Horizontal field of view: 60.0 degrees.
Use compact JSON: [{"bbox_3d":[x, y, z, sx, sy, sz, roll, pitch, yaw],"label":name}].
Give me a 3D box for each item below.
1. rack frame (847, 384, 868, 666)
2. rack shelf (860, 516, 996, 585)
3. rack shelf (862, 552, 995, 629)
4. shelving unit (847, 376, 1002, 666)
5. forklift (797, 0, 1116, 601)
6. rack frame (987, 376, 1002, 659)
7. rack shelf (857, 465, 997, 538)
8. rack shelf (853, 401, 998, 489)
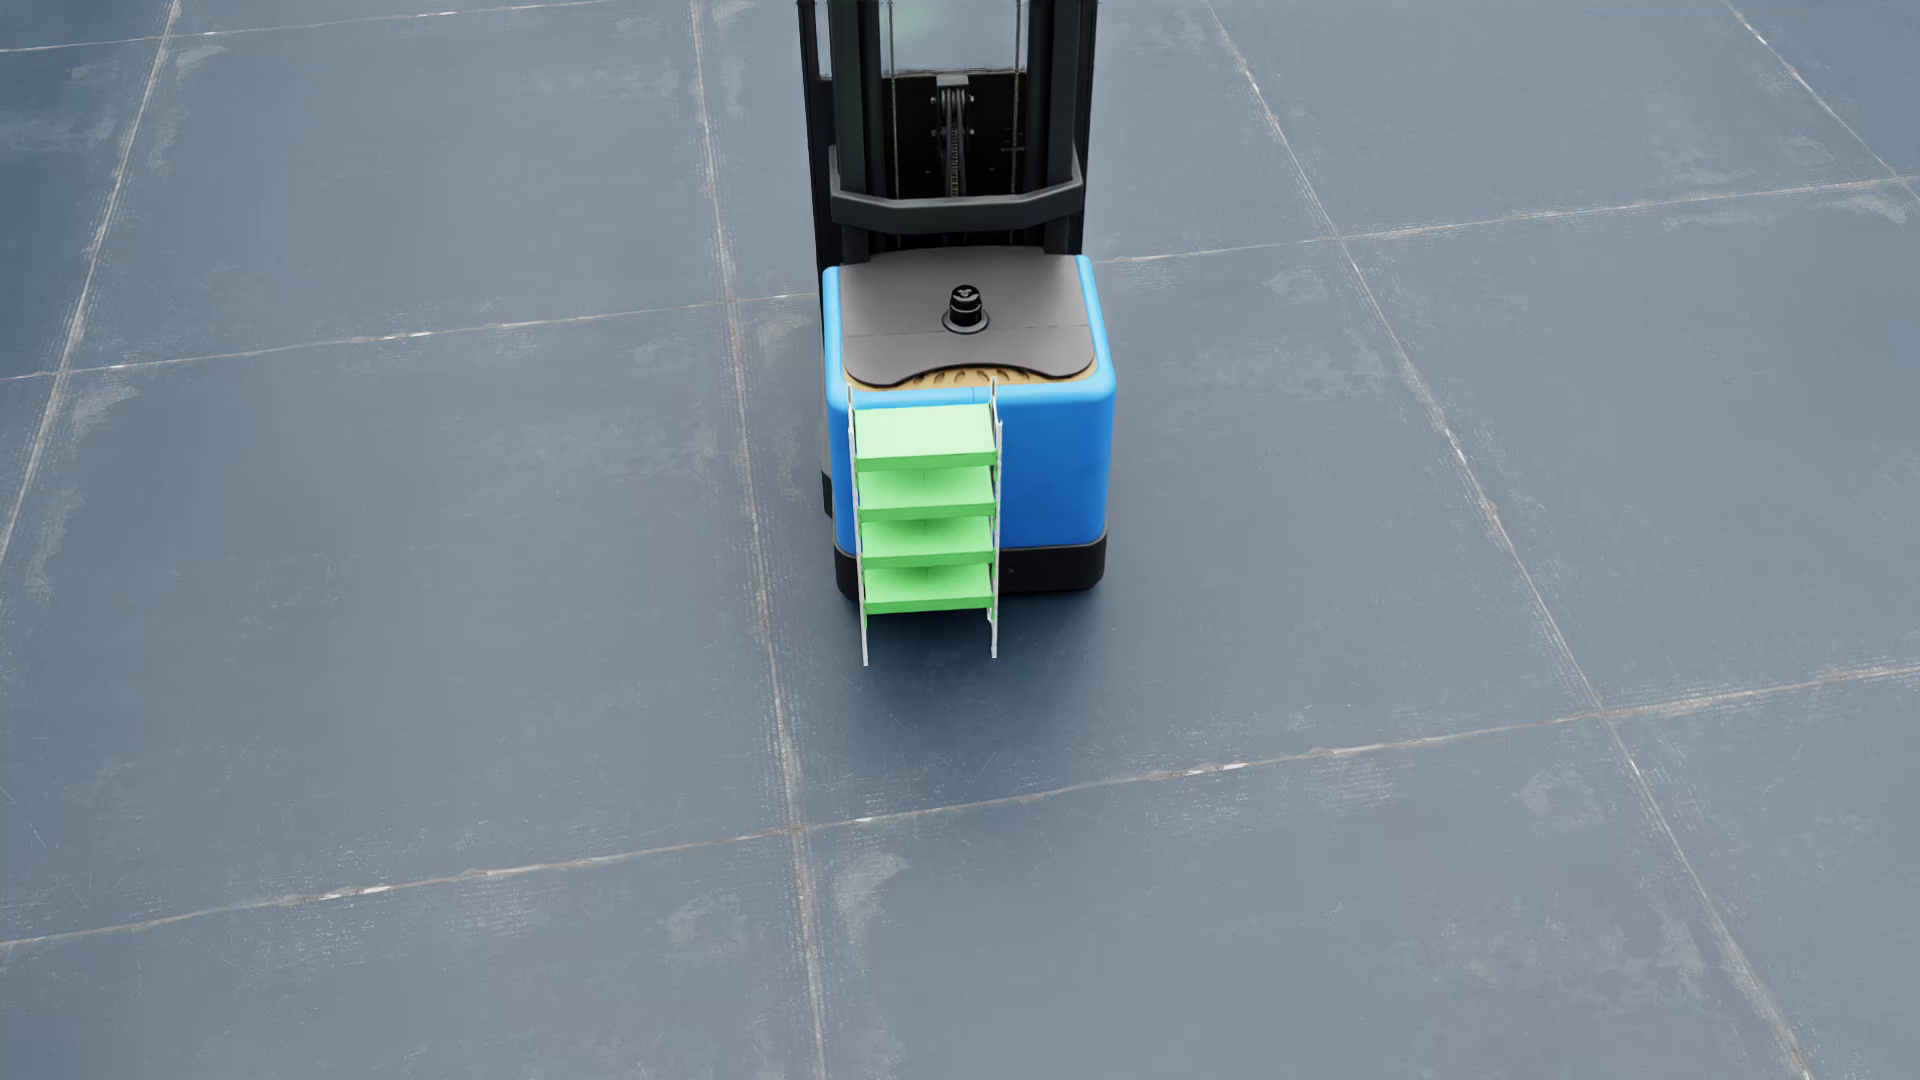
[{"bbox_3d":[-0.365,-0.024,5.939,0.015,1.200,0.240,-3,46,-3],"label":"rack frame"},{"bbox_3d":[-0.121,0.007,5.998,0.480,0.148,0.258,-3,46,-3],"label":"rack shelf"},{"bbox_3d":[-0.121,0.173,6.171,0.480,0.148,0.258,-3,46,-3],"label":"rack shelf"},{"bbox_3d":[-0.121,-0.037,5.952,0.503,1.200,0.258,-3,46,-3],"label":"shelving unit"},{"bbox_3d":[-0.064,-1.842,6.489,1.130,2.935,3.031,-3,46,-3],"label":"forklift"},{"bbox_3d":[0.122,-0.050,5.965,0.015,1.200,0.240,-3,46,-3],"label":"rack frame"},{"bbox_3d":[-0.121,-0.159,5.825,0.480,0.148,0.258,-3,46,-3],"label":"rack shelf"},{"bbox_3d":[-0.121,-0.325,5.652,0.480,0.148,0.258,-3,46,-3],"label":"rack shelf"}]
